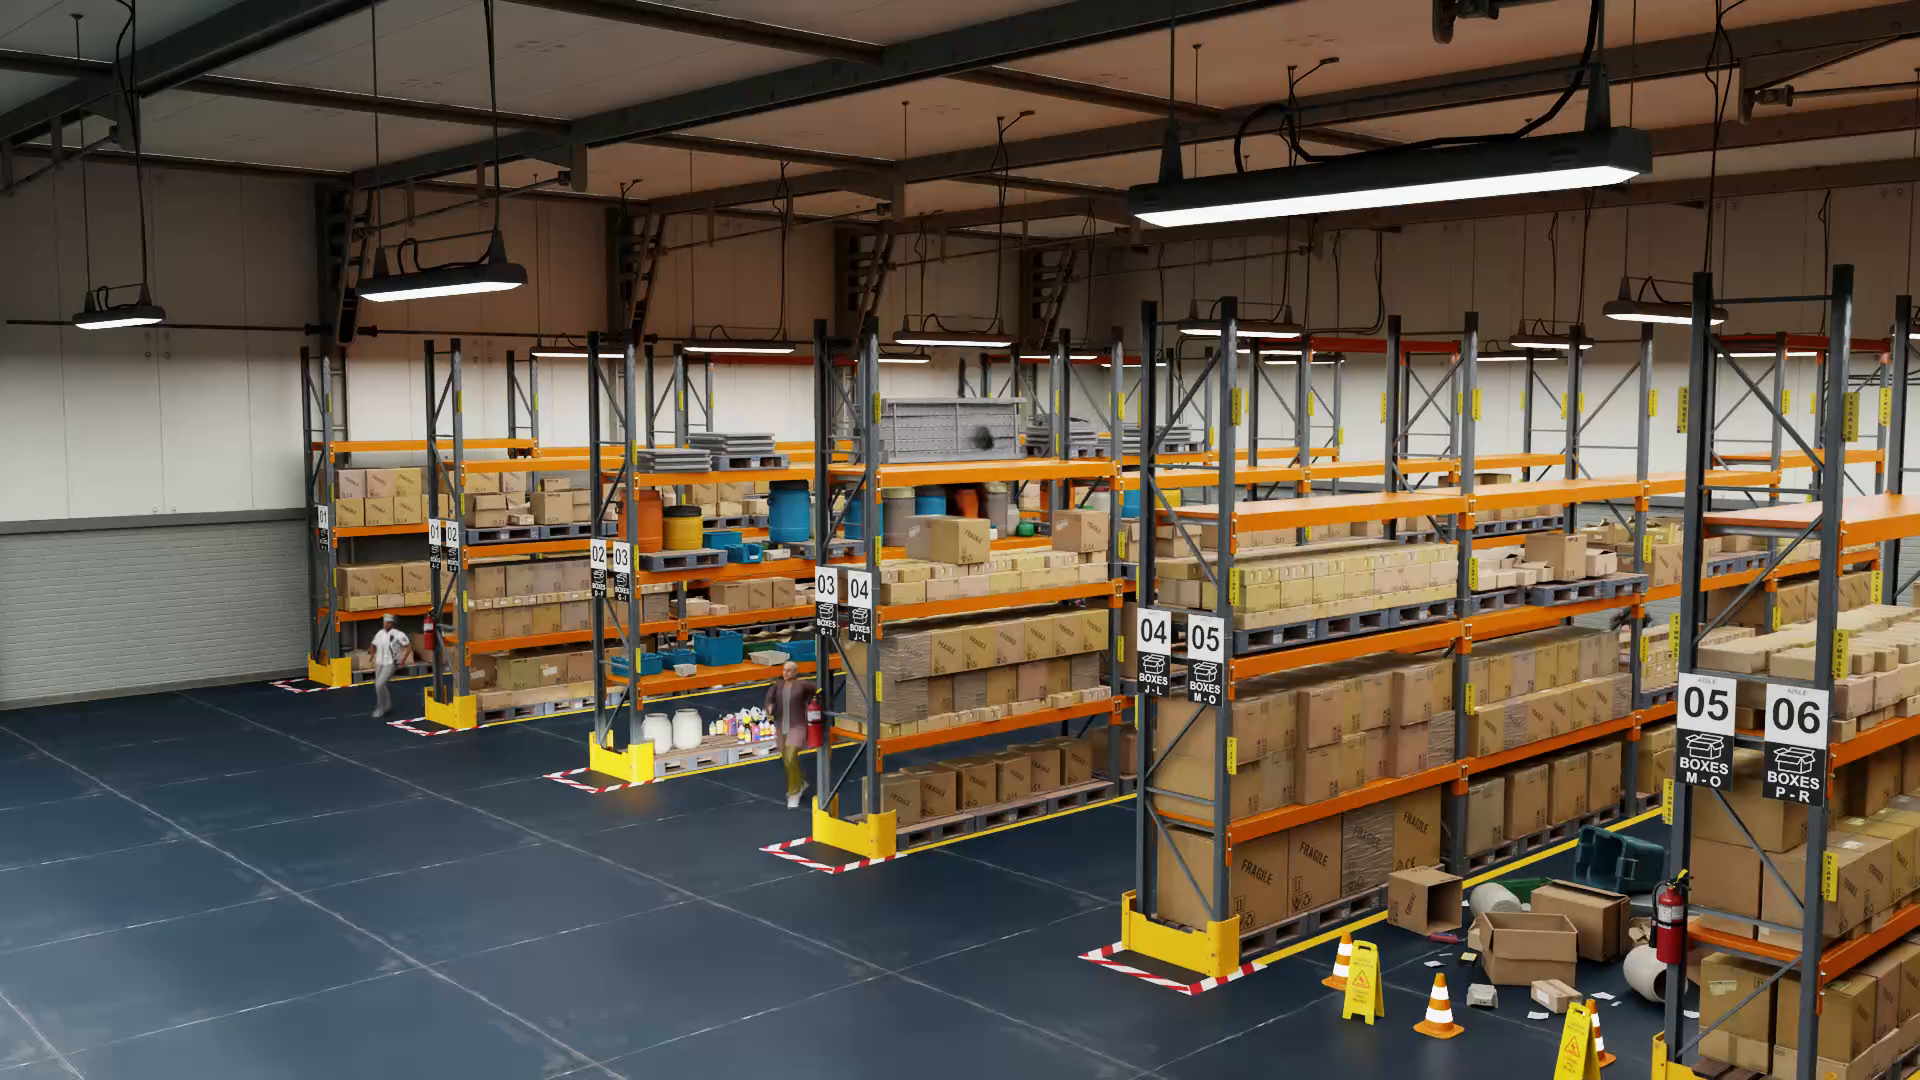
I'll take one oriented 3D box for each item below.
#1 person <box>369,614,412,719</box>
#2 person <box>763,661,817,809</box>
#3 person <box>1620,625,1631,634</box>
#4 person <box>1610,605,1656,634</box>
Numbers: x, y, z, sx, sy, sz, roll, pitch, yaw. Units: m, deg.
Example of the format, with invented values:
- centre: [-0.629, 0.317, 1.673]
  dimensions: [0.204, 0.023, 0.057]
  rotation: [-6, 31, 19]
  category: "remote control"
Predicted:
- centre: [-9.160, 2.008, 26.611]
  dimensions: [0.662, 1.696, 0.666]
  rotation: [2, 5, 18]
  category: "person"
- centre: [-2.128, 2.424, 20.956]
  dimensions: [0.709, 1.820, 0.839]
  rotation: [3, 6, 27]
  category: "person"
- centre: [9.884, 2.163, 24.770]
  dimensions: [0.668, 1.642, 0.707]
  rotation: [-4, 7, -40]
  category: "person"
- centre: [11.805, 1.799, 29.064]
  dimensions: [0.787, 1.708, 0.767]
  rotation: [0, 5, 3]
  category: "person"
